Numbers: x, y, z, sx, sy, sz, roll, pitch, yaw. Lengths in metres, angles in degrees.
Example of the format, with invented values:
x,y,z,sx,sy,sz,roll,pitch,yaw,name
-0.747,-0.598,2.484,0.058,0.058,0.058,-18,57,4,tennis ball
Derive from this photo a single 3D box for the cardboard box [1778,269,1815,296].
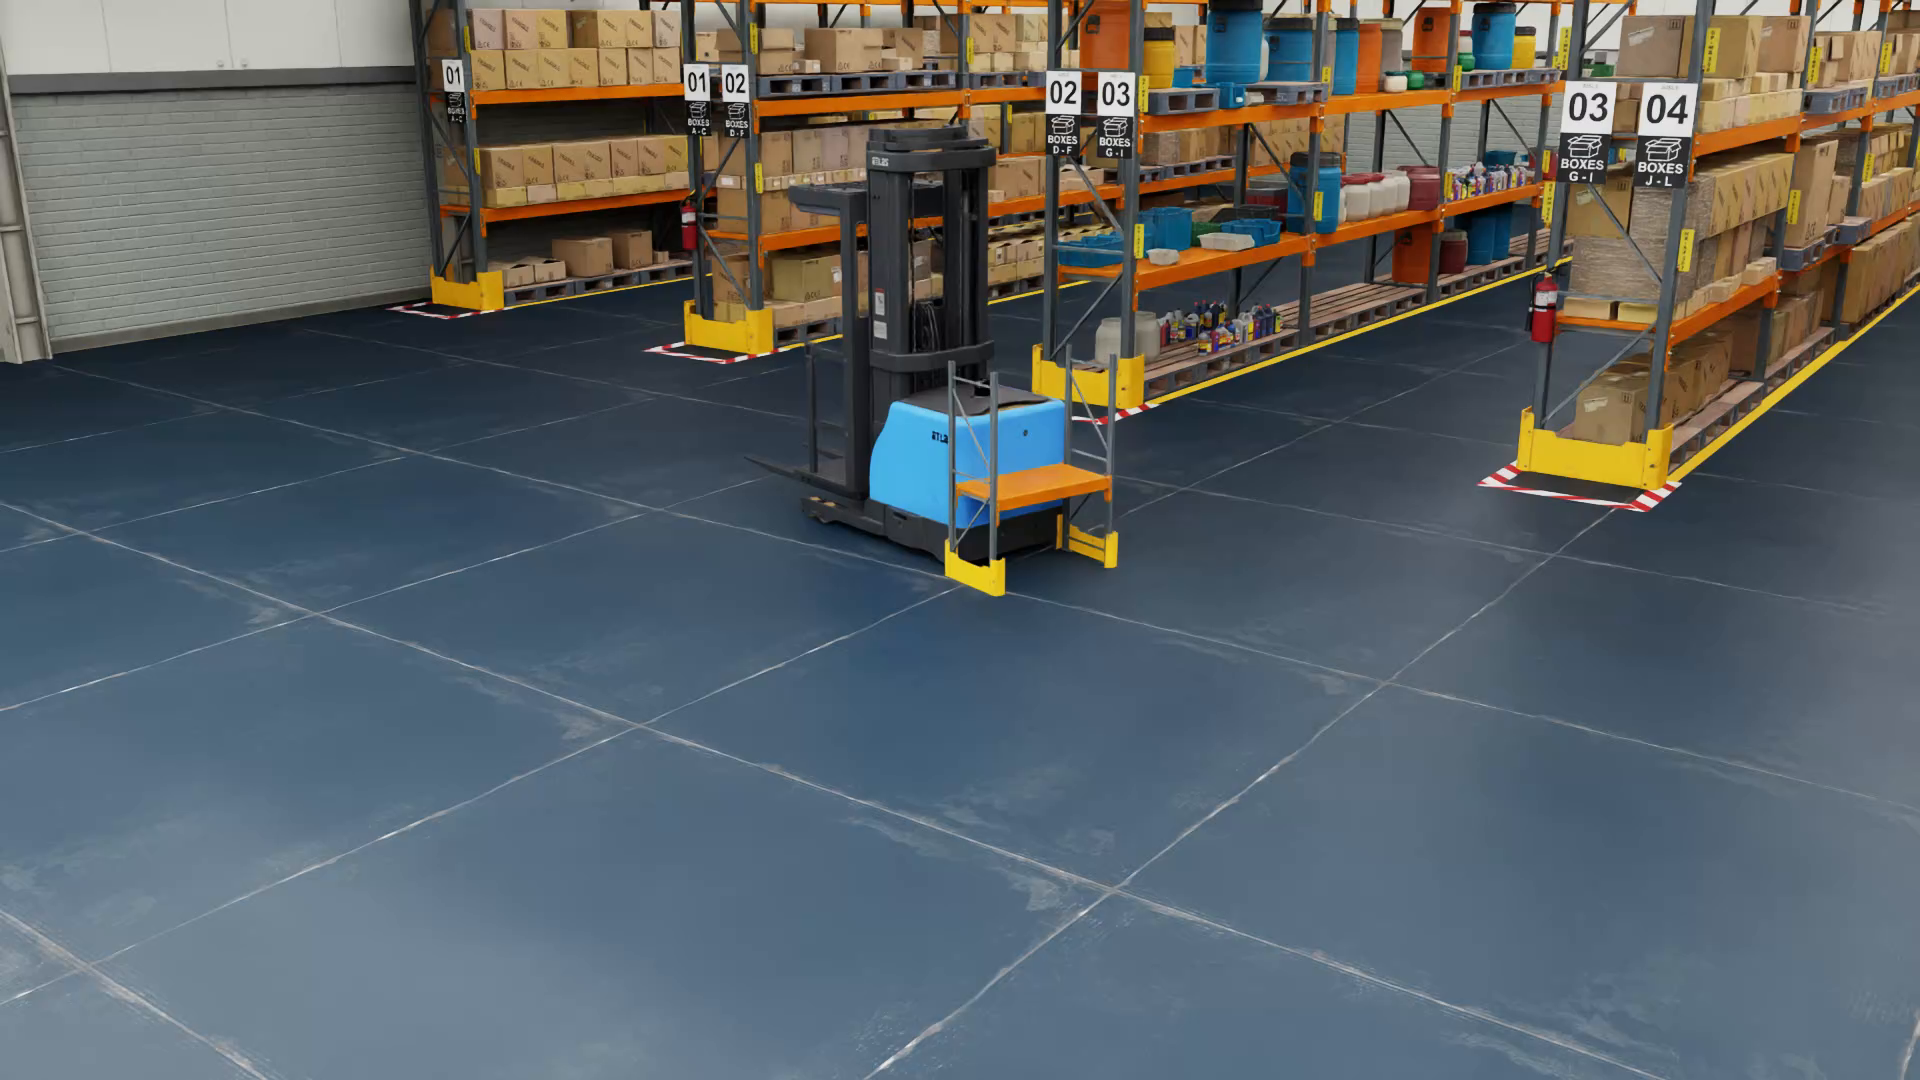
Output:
x,y,z,sx,sy,sz,roll,pitch,yaw,name
9.337,-2.943,18.871,0.500,0.250,0.500,16,23,41,cardboard box

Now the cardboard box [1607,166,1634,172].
x,y,z,sx,sy,sz,roll,pitch,yaw,name
5.676,-2.918,14.227,0.500,0.500,0.500,12,21,35,cardboard box

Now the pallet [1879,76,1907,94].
x,y,z,sx,sy,sz,roll,pitch,yaw,name
11.025,-5.633,20.587,1.003,0.211,1.213,14,22,37,pallet

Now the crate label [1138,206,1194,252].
x,y,z,sx,sy,sz,roll,pitch,yaw,name
2.155,-3.334,17.864,0.502,0.435,0.616,12,21,35,crate label

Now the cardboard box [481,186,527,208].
x,y,z,sx,sy,sz,roll,pitch,yaw,name
-6.135,-4.580,22.154,0.500,0.250,0.500,12,21,33,cardboard box

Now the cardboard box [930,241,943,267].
x,y,z,sx,sy,sz,roll,pitch,yaw,name
-0.306,-3.963,22.929,0.500,0.311,0.500,12,21,35,cardboard box

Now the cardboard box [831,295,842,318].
x,y,z,sx,sy,sz,roll,pitch,yaw,name
-1.609,-2.922,20.524,0.500,0.250,0.500,12,21,35,cardboard box

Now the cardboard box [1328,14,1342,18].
x,y,z,sx,sy,sz,roll,pitch,yaw,name
6.540,-9.351,30.385,0.700,0.500,0.500,12,21,35,cardboard box

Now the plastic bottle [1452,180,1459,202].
x,y,z,sx,sy,sz,roll,pitch,yaw,name
6.792,-4.797,22.831,0.061,0.283,0.133,12,21,35,plastic bottle

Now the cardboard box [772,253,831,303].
x,y,z,sx,sy,sz,roll,pitch,yaw,name
-1.906,-3.161,20.028,0.500,0.500,0.500,12,21,35,cardboard box

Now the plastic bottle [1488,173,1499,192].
x,y,z,sx,sy,sz,roll,pitch,yaw,name
7.714,-5.185,24.091,0.152,0.276,0.135,12,21,35,plastic bottle

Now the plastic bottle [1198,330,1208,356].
x,y,z,sx,sy,sz,roll,pitch,yaw,name
2.606,-2.115,17.856,0.097,0.271,0.097,0,17,0,plastic bottle

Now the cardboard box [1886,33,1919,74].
x,y,z,sx,sy,sz,roll,pitch,yaw,name
12.066,-6.355,21.716,0.700,0.500,0.500,13,22,36,cardboard box

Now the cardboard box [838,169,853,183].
x,y,z,sx,sy,sz,roll,pitch,yaw,name
-1.528,-4.428,20.181,0.380,0.149,0.250,12,21,34,cardboard box

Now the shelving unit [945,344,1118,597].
x,y,z,sx,sy,sz,roll,pitch,yaw,name
0.498,-0.502,11.331,1.083,1.500,0.587,-12,21,-35,shelving unit

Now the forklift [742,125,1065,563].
x,y,z,sx,sy,sz,roll,pitch,yaw,name
-0.567,-1.609,12.483,1.130,2.935,3.031,-14,22,-38,forklift

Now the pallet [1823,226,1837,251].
x,y,z,sx,sy,sz,roll,pitch,yaw,name
8.874,-3.291,18.108,1.003,0.211,1.213,12,21,35,pallet

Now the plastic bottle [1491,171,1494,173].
x,y,z,sx,sy,sz,roll,pitch,yaw,name
7.821,-5.287,24.430,0.097,0.271,0.097,0,17,0,plastic bottle

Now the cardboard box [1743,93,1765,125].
x,y,z,sx,sy,sz,roll,pitch,yaw,name
6.655,-3.752,14.464,0.500,0.250,0.500,13,22,36,cardboard box

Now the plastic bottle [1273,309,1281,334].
x,y,z,sx,sy,sz,roll,pitch,yaw,name
3.637,-2.524,19.152,0.061,0.283,0.133,14,22,37,plastic bottle

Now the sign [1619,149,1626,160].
x,y,z,sx,sy,sz,roll,pitch,yaw,name
11.260,-6.627,28.250,0.100,0.325,0.005,12,21,35,sign

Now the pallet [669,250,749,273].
x,y,z,sx,sy,sz,roll,pitch,yaw,name
-3.835,-4.389,26.020,1.003,0.211,1.213,12,21,35,pallet

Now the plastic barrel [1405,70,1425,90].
x,y,z,sx,sy,sz,roll,pitch,yaw,name
5.936,-6.027,21.799,0.294,0.245,0.294,0,17,0,plastic barrel

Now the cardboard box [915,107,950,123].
x,y,z,sx,sy,sz,roll,pitch,yaw,name
-0.523,-7.478,29.298,0.500,0.250,0.500,12,21,34,cardboard box

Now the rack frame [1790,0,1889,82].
x,y,z,sx,sy,sz,roll,pitch,yaw,name
10.020,-6.727,18.731,1.000,3.000,0.127,12,21,35,rack frame

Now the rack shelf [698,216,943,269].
x,y,z,sx,sy,sz,roll,pitch,yaw,name
-1.508,-3.840,20.765,1.077,0.370,4.000,12,21,35,rack shelf

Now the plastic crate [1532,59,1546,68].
x,y,z,sx,sy,sz,roll,pitch,yaw,name
9.241,-7.545,26.623,0.437,0.282,0.530,12,21,35,plastic crate

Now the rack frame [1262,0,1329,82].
x,y,z,sx,sy,sz,roll,pitch,yaw,name
3.659,-6.649,18.482,1.000,3.000,0.127,12,21,35,rack frame

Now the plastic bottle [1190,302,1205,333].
x,y,z,sx,sy,sz,roll,pitch,yaw,name
2.732,-2.565,19.171,0.144,0.351,0.185,11,21,32,plastic bottle

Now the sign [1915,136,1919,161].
x,y,z,sx,sy,sz,roll,pitch,yaw,name
12.845,-5.236,22.227,0.100,0.325,0.005,12,21,35,sign

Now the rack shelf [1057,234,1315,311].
x,y,z,sx,sy,sz,roll,pitch,yaw,name
2.467,-2.964,17.944,1.077,0.370,4.000,12,21,35,rack shelf

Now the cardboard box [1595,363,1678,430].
x,y,z,sx,sy,sz,roll,pitch,yaw,name
5.968,-1.257,14.741,0.500,0.500,0.500,-13,22,-36,cardboard box

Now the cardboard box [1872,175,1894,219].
x,y,z,sx,sy,sz,roll,pitch,yaw,name
11.436,-4.342,20.998,0.500,0.500,0.500,13,21,35,cardboard box

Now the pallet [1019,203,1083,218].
x,y,z,sx,sy,sz,roll,pitch,yaw,name
1.712,-6.567,33.036,1.003,0.211,1.213,12,21,35,pallet

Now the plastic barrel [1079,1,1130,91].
x,y,z,sx,sy,sz,roll,pitch,yaw,name
1.463,-4.808,16.178,0.600,0.830,0.708,12,21,35,plastic barrel

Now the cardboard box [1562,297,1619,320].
x,y,z,sx,sy,sz,roll,pitch,yaw,name
5.257,-1.940,13.858,0.380,0.149,0.250,12,21,35,cardboard box

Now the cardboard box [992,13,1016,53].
x,y,z,sx,sy,sz,roll,pitch,yaw,name
0.403,-6.859,22.497,0.500,0.500,0.500,15,23,40,cardboard box

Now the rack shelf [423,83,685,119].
x,y,z,sx,sy,sz,roll,pitch,yaw,name
-5.489,-6.147,23.137,1.077,0.370,4.000,12,21,35,rack shelf

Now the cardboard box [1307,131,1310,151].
x,y,z,sx,sy,sz,roll,pitch,yaw,name
6.177,-7.169,30.104,0.500,0.500,0.500,13,21,35,cardboard box

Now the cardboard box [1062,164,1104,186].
x,y,z,sx,sy,sz,roll,pitch,yaw,name
1.815,-5.491,25.020,0.500,0.311,0.500,14,22,38,cardboard box

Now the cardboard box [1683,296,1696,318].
x,y,z,sx,sy,sz,roll,pitch,yaw,name
5.940,-1.975,13.969,0.380,0.149,0.250,12,21,35,cardboard box

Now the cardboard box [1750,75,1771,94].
x,y,z,sx,sy,sz,roll,pitch,yaw,name
6.894,-4.017,14.644,0.380,0.149,0.250,14,22,37,cardboard box

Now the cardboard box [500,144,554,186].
x,y,z,sx,sy,sz,roll,pitch,yaw,name
-5.852,-5.055,22.417,0.500,0.500,0.500,12,21,35,cardboard box

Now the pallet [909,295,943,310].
x,y,z,sx,sy,sz,roll,pitch,yaw,name
-0.824,-3.147,22.020,1.003,0.211,1.213,12,21,35,pallet

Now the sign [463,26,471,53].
x,y,z,sx,sy,sz,roll,pitch,yaw,name
-6.245,-6.336,21.058,0.100,0.325,0.005,12,21,35,sign

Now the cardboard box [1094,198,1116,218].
x,y,z,sx,sy,sz,roll,pitch,yaw,name
2.465,-5.266,26.351,0.500,0.250,0.500,13,22,37,cardboard box

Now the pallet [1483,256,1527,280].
x,y,z,sx,sy,sz,roll,pitch,yaw,name
7.932,-4.181,25.353,1.003,0.211,1.213,12,21,35,pallet

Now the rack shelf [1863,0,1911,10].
x,y,z,sx,sy,sz,roll,pitch,yaw,name
13.595,-7.621,23.499,1.077,0.370,4.000,12,21,35,rack shelf

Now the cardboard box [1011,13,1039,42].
x,y,z,sx,sy,sz,roll,pitch,yaw,name
1.119,-9.528,30.921,0.500,0.500,0.500,12,21,34,cardboard box

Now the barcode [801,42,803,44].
x,y,z,sx,sy,sz,roll,pitch,yaw,name
-2.618,-8.216,27.574,0.001,0.075,0.075,12,21,35,barcode

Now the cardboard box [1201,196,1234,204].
x,y,z,sx,sy,sz,roll,pitch,yaw,name
4.562,-5.768,29.232,0.500,0.500,0.500,12,21,35,cardboard box

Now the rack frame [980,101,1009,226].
x,y,z,sx,sy,sz,roll,pitch,yaw,name
0.469,-7.440,31.144,1.000,3.000,0.127,12,21,35,rack frame

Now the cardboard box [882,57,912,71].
x,y,z,sx,sy,sz,roll,pitch,yaw,name
-0.816,-5.905,20.621,0.380,0.149,0.250,12,21,35,cardboard box

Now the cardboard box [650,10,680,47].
x,y,z,sx,sy,sz,roll,pitch,yaw,name
-4.378,-7.335,23.859,0.500,0.500,0.500,10,20,30,cardboard box
